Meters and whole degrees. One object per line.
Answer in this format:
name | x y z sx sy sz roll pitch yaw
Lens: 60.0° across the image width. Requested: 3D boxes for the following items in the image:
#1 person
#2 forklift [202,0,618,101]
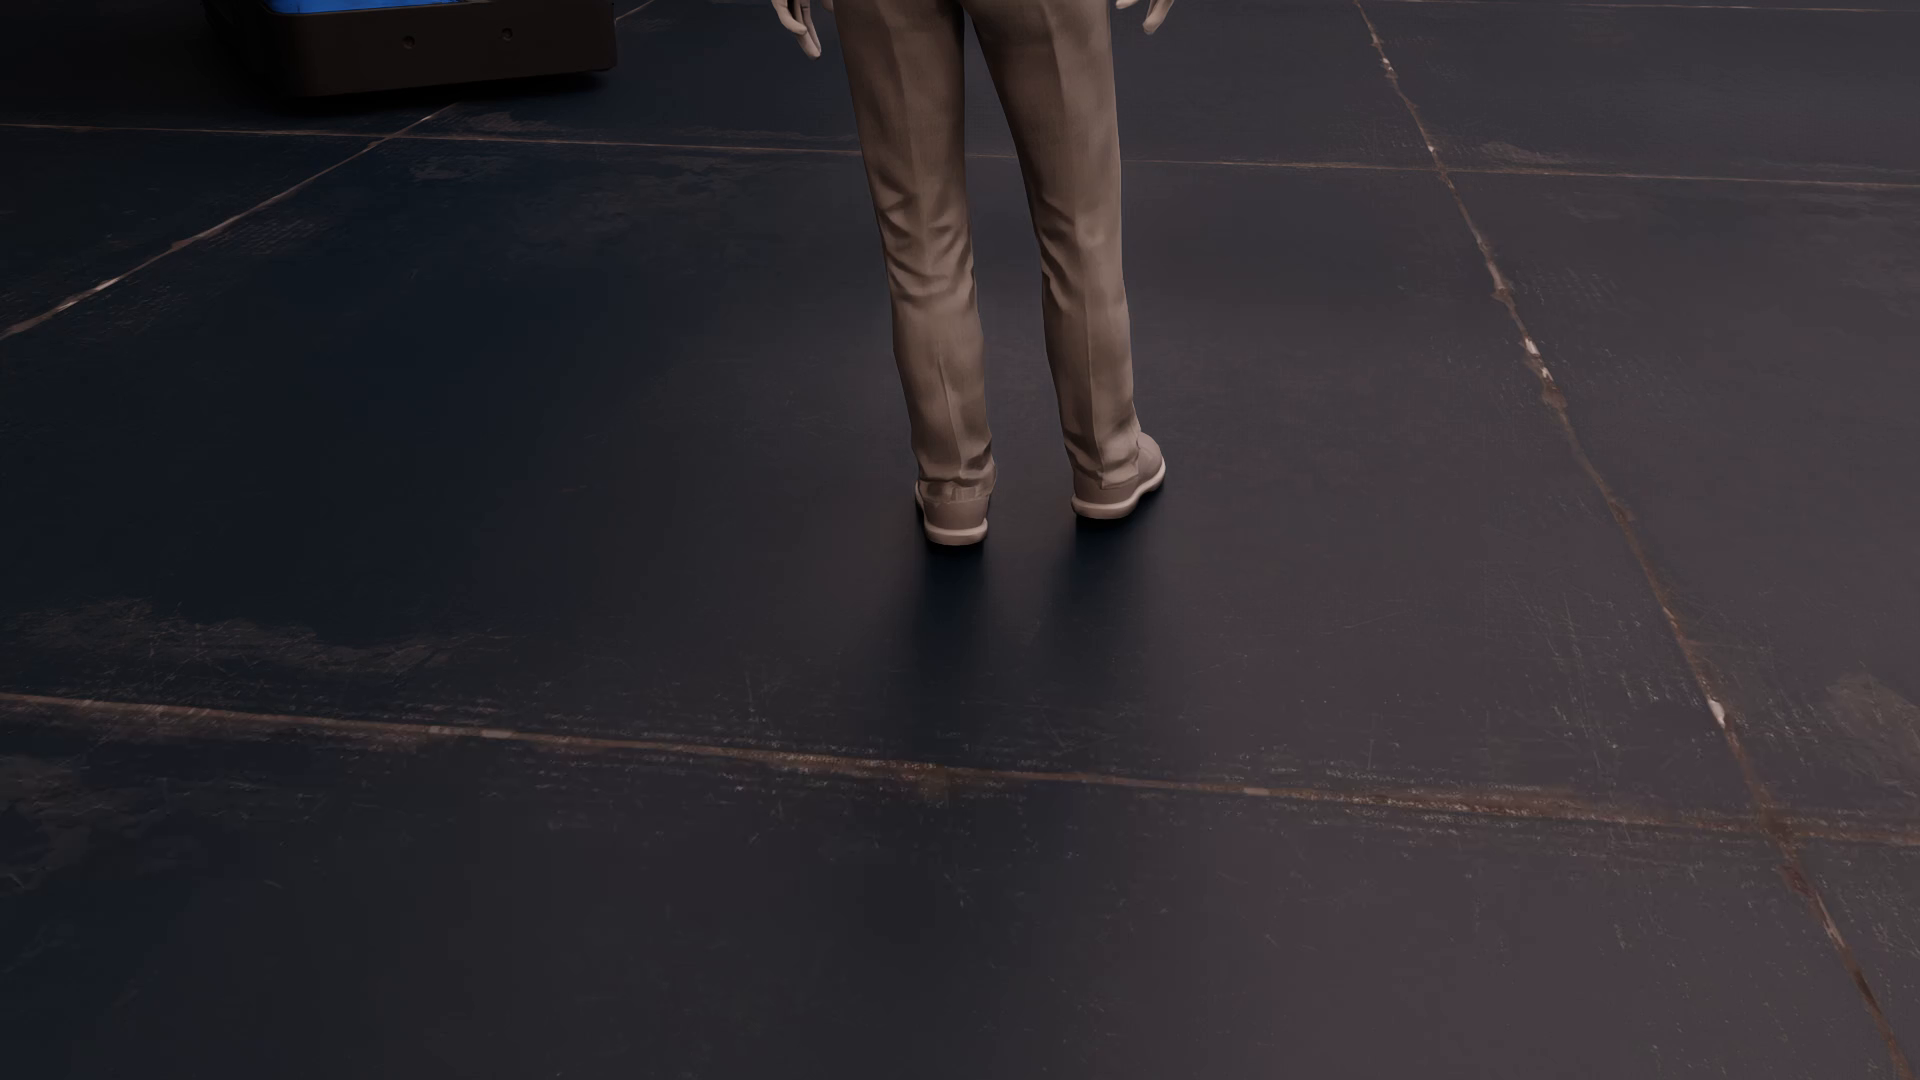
person | 0.013 -0.778 2.145 0.565 1.693 0.417 3 27 7
forklift | -2.267 -3.273 5.777 1.130 2.935 3.031 -13 30 -25
